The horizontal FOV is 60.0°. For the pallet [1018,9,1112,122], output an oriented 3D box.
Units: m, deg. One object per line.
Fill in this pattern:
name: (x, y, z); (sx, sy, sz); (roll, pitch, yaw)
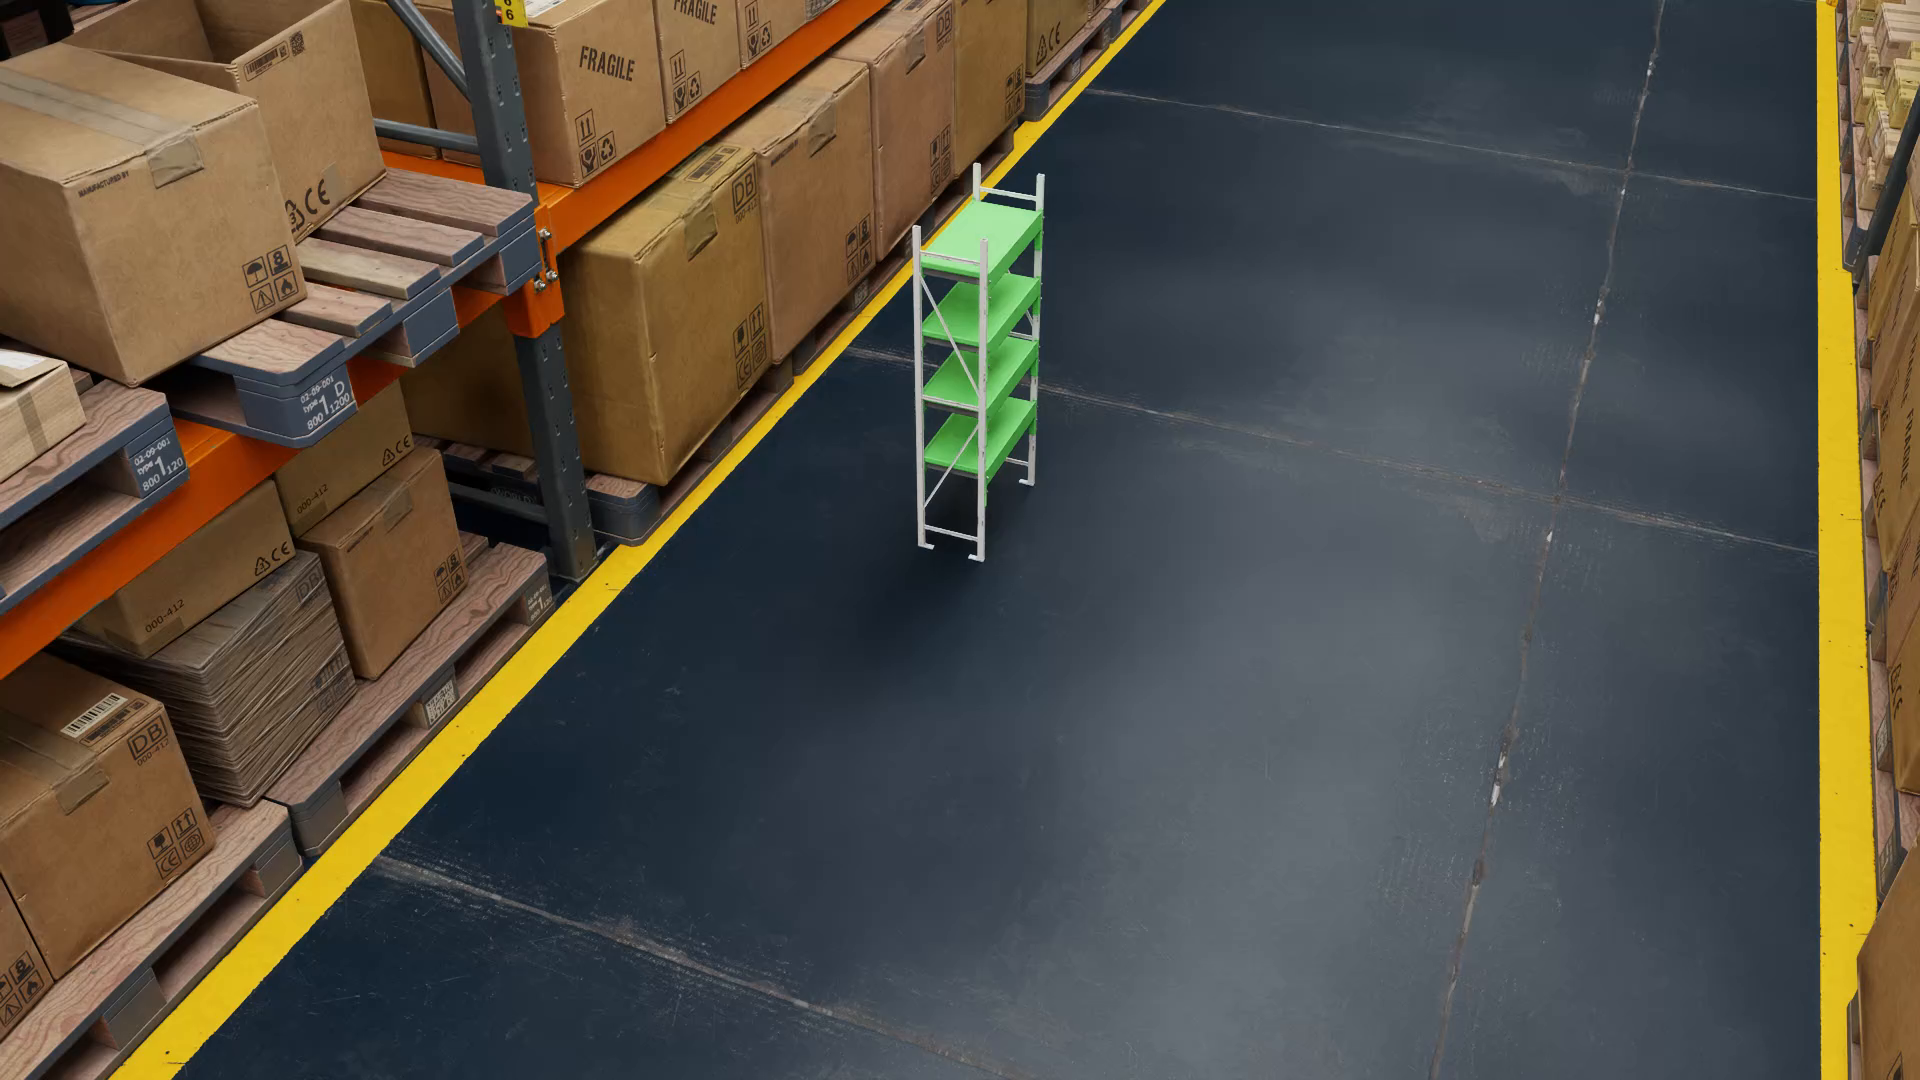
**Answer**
pallet: (0.176, -2.699, 9.185); (1.003, 0.211, 1.213); (14, 39, 18)

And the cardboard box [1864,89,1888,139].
cardboard box: (4.366, -1.924, 7.601); (0.380, 0.149, 0.250); (13, 39, 16)

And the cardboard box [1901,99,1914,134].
cardboard box: (4.258, -1.748, 7.116); (0.380, 0.149, 0.250); (15, 39, 19)

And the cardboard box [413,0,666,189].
cardboard box: (-1.271, -1.445, 5.095); (0.500, 0.500, 0.500); (15, 39, 19)

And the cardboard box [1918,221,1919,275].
cardboard box: (3.637, -1.050, 5.760); (0.500, 0.250, 0.500); (15, 39, 19)

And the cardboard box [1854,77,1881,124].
cardboard box: (4.591, -2.121, 8.113); (0.380, 0.149, 0.250); (14, 39, 18)

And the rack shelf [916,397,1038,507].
rack shelf: (0.063, -0.329, 5.695); (0.258, 0.148, 0.480); (14, 39, 18)

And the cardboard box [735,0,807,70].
cardboard box: (-0.885, -2.016, 5.858); (0.500, 0.500, 0.500); (13, 39, 17)

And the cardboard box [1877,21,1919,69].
cardboard box: (4.595, -2.335, 7.901); (0.380, 0.149, 0.250); (12, 38, 16)

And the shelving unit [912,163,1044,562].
shelving unit: (0.063, -0.572, 5.513); (0.258, 1.200, 0.503); (14, 39, 18)

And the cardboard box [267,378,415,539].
cardboard box: (-1.935, -0.296, 4.734); (0.500, 0.250, 0.500); (15, 39, 20)

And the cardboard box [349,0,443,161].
cardboard box: (-1.749, -1.568, 5.259); (0.500, 0.500, 0.500); (15, 39, 19)

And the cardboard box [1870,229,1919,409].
cardboard box: (3.637, -0.752, 5.988); (0.500, 0.500, 0.500); (16, 40, 20)

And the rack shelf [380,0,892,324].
rack shelf: (-0.946, -2.017, 6.544); (1.077, 0.370, 4.000); (14, 39, 18)

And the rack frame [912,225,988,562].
rack frame: (-0.030, -0.437, 5.333); (0.240, 1.200, 0.015); (14, 39, 18)

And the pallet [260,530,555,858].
pallet: (-2.006, 0.351, 5.104); (1.003, 0.211, 1.213); (14, 39, 18)

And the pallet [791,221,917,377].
pallet: (-0.872, -1.174, 7.144); (1.003, 0.211, 1.213); (14, 39, 18)

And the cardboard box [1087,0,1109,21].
cardboard box: (0.482, -3.575, 9.452); (0.875, 0.875, 0.875); (14, 39, 18)

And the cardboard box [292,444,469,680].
cardboard box: (-1.944, 0.002, 4.962); (0.700, 0.500, 0.500); (12, 38, 15)

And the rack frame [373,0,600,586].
rack frame: (-1.707, -1.198, 4.847); (1.000, 3.000, 0.127); (14, 39, 18)

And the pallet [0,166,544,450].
pallet: (-1.880, -0.702, 4.344); (1.213, 0.211, 1.003); (14, 39, 18)

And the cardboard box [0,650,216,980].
cardboard box: (-2.352, 0.628, 4.125); (0.700, 0.500, 0.500); (17, 40, 21)

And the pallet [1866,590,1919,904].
pallet: (3.140, 0.672, 4.674); (1.003, 0.211, 1.213); (14, 39, 18)

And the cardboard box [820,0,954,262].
cardboard box: (-0.750, -1.876, 7.178); (1.225, 0.875, 0.875); (13, 39, 16)

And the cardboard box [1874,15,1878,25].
cardboard box: (5.070, -2.669, 8.845); (0.380, 0.149, 0.250); (14, 39, 18)

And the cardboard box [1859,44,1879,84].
cardboard box: (4.813, -2.391, 8.474); (0.380, 0.149, 0.250); (14, 39, 18)

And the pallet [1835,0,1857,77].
pallet: (5.514, -2.841, 9.374); (1.003, 0.211, 1.213); (14, 39, 18)

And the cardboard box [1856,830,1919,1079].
cardboard box: (2.526, 1.037, 3.385); (1.050, 0.750, 0.750); (13, 39, 17)

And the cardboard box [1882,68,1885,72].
cardboard box: (4.752, -2.330, 8.144); (0.380, 0.149, 0.250); (12, 38, 16)

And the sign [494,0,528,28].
sign: (-1.202, -1.512, 4.366); (0.100, 0.325, 0.005); (14, 39, 18)

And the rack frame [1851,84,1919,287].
rack frame: (4.363, -2.227, 6.224); (1.000, 3.000, 0.127); (14, 39, 18)

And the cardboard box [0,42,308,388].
cardboard box: (-1.996, -0.766, 3.836); (0.700, 0.500, 0.500); (20, 41, 24)

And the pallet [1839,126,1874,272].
pallet: (4.586, -1.490, 7.567); (1.003, 0.211, 1.213); (14, 39, 18)

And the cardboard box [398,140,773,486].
cardboard box: (-1.426, -0.893, 5.863); (1.225, 0.875, 0.875); (12, 38, 16)

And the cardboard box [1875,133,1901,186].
cardboard box: (4.189, -1.619, 7.193); (0.380, 0.149, 0.250); (15, 39, 19)

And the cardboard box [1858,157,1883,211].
cardboard box: (4.197, -1.548, 7.346); (0.380, 0.149, 0.250); (14, 39, 18)

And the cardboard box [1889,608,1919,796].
cardboard box: (2.850, 0.397, 4.451); (0.500, 0.500, 0.500); (14, 39, 18)

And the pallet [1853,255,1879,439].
pallet: (4.068, -0.679, 6.482); (1.003, 0.211, 1.213); (14, 39, 18)

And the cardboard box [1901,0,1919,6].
cardboard box: (4.882, -2.599, 8.256); (0.380, 0.149, 0.250); (14, 39, 18)

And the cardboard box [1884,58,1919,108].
cardboard box: (4.406, -2.038, 7.504); (0.380, 0.149, 0.250); (13, 39, 17)

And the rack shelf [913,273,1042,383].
rack shelf: (0.063, -0.713, 5.408); (0.258, 0.148, 0.480); (14, 39, 18)

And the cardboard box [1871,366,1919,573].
cardboard box: (3.237, -0.186, 5.231); (0.500, 0.500, 0.500); (12, 38, 16)

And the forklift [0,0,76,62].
forklift: (-3.591, -1.378, 5.146); (1.130, 2.935, 3.031); (15, 39, 19)
